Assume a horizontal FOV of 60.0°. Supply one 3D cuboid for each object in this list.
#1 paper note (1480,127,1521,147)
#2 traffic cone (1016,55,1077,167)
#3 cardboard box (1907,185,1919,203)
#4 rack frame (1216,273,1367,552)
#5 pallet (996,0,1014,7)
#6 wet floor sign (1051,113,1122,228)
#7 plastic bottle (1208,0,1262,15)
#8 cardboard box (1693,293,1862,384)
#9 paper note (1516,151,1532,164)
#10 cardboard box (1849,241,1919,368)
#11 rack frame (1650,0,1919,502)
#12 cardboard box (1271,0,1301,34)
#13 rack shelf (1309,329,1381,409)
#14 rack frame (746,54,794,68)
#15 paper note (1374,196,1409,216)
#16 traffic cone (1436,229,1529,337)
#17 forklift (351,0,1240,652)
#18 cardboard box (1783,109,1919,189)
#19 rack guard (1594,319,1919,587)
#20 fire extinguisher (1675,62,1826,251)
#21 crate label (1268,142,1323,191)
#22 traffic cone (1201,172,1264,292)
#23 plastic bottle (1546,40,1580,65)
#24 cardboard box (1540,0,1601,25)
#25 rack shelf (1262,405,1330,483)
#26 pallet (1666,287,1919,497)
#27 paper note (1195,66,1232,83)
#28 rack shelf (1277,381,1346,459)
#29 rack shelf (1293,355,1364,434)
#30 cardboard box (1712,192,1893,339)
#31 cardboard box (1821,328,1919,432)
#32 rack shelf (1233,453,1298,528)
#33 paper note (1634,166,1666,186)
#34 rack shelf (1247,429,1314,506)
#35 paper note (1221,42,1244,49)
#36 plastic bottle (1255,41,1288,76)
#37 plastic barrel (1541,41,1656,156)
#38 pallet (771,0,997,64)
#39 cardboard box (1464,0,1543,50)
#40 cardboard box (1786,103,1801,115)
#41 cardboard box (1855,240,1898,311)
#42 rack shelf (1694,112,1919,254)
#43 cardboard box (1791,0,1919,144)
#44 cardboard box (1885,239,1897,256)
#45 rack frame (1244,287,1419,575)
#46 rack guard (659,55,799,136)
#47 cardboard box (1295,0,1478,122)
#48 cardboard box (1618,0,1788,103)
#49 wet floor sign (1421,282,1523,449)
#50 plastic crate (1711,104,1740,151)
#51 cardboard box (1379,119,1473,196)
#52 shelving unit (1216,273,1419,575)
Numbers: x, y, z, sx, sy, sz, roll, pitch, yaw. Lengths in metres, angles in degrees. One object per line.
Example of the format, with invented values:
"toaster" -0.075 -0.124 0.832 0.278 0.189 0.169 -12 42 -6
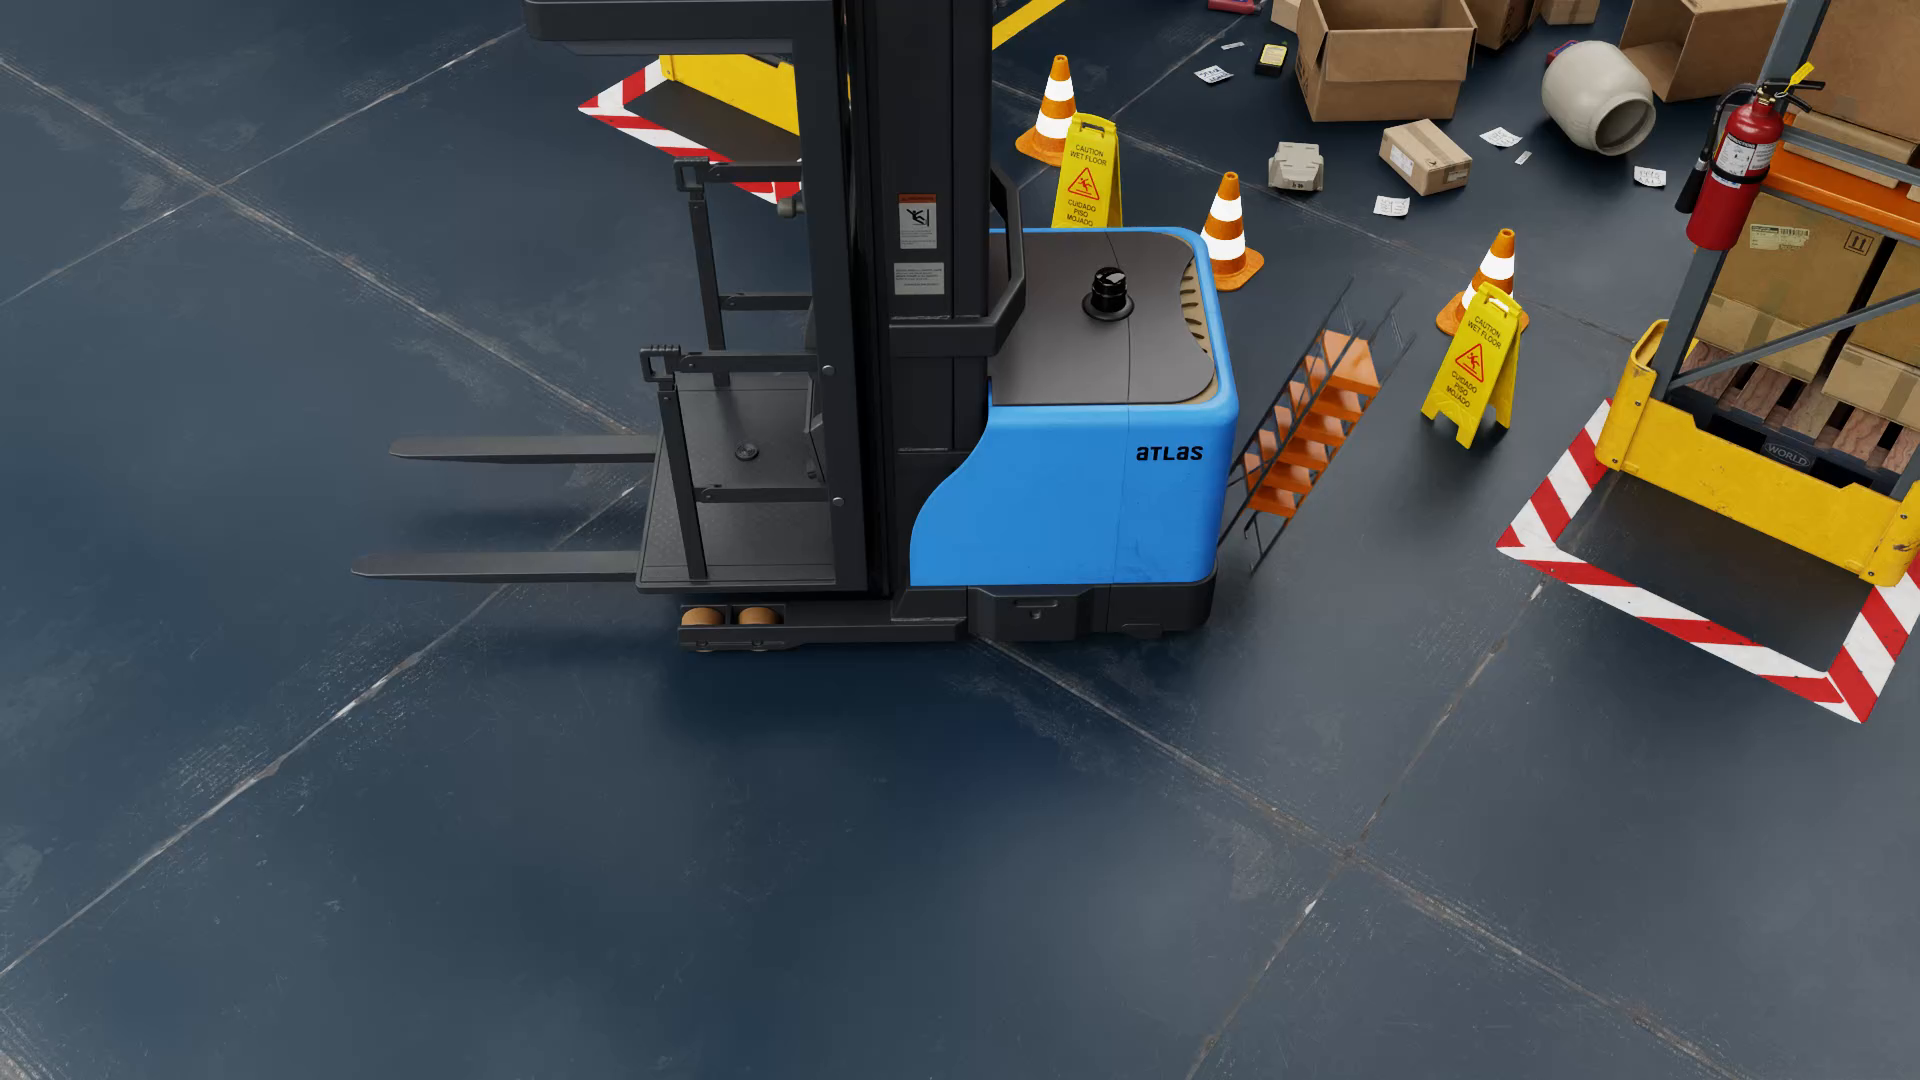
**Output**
"paper note" 2.642 -1.968 8.117 0.142 0.019 0.148 -25 51 -22
"traffic cone" 0.471 -2.087 7.924 0.336 0.463 0.334 29 53 25
"cardboard box" 3.373 -1.173 5.470 0.380 0.149 0.250 29 53 25
"rack frame" 1.094 -0.390 5.752 0.006 1.200 0.240 13 45 -14
"pallet" 0.196 -3.512 9.459 1.003 0.211 1.213 29 53 25
"wet floor sign" 0.572 -1.582 7.315 0.267 0.644 0.232 21 50 19
"plastic bottle" 1.494 -2.902 8.980 0.283 0.061 0.133 13 48 12
"cardboard box" 3.298 -0.948 6.692 0.500 0.250 0.500 29 53 25
"paper note" 2.711 -1.840 8.001 0.032 0.001 0.123 29 53 25
"cardboard box" 3.728 -0.965 6.189 0.500 0.500 0.500 28 52 24
"rack frame" 3.002 -1.157 5.281 1.000 3.000 0.127 29 53 25
"cardboard box" 1.875 -2.834 8.774 0.258 0.266 0.396 -33 55 -28
"rack shelf" 1.282 -0.577 5.557 0.180 0.103 0.258 13 45 -14
"rack frame" -0.977 -3.288 7.316 1.000 3.000 0.127 29 53 25
"paper note" 2.004 -1.552 7.712 0.148 0.019 0.142 13 48 12
"traffic cone" 2.244 -1.097 6.978 0.336 0.463 0.334 29 53 25
"forklift" -0.630 -1.005 5.183 3.031 2.935 1.130 -1 46 -1
"cardboard box" 3.061 -1.379 5.666 0.380 0.149 0.250 31 54 26
"rack guard" 3.048 -0.337 6.226 1.175 0.500 0.348 29 53 25
"fire extinguisher" 2.567 -1.269 5.441 0.296 0.674 0.183 29 53 25
"crate label" 1.589 -1.758 7.835 0.250 0.136 0.298 6 47 5
"traffic cone" 1.157 -1.393 7.261 0.336 0.463 0.334 29 53 25
"plastic bottle" 3.174 -2.522 8.616 0.283 0.061 0.133 -33 55 -28
"cardboard box" 3.251 -2.984 8.917 0.258 0.266 0.396 -2 46 -2
"rack shelf" 1.167 -0.341 5.803 0.180 0.103 0.258 13 45 -14
"pallet" 3.573 -0.687 6.760 1.003 0.211 1.213 29 53 25
"paper note" 1.299 -2.384 8.508 0.142 0.017 0.144 -25 51 -22
"rack shelf" 1.205 -0.419 5.721 0.180 0.103 0.258 13 45 -14
"rack shelf" 1.244 -0.498 5.639 0.180 0.103 0.258 13 45 -14
"cardboard box" 3.285 -1.185 6.400 0.500 0.500 0.500 30 53 25
"cardboard box" 3.714 -0.692 6.447 0.500 0.250 0.500 29 53 25
"rack shelf" 1.090 -0.183 5.968 0.180 0.103 0.258 13 45 -14
"paper note" 3.272 -1.726 7.878 0.142 0.019 0.148 13 48 12
"rack shelf" 1.129 -0.262 5.886 0.180 0.103 0.258 13 45 -14
"paper note" 1.430 -2.592 8.719 0.123 0.001 0.032 -17 49 -15
"plastic bottle" 1.617 -2.499 8.595 0.133 0.061 0.283 13 48 12
"plastic barrel" 3.066 -2.118 7.981 0.421 0.421 0.512 -9 47 -8
"pallet" -0.550 -2.816 8.795 1.003 0.211 1.213 29 53 25
"cardboard box" 2.637 -3.005 8.678 0.797 0.637 0.503 29 53 25
"cardboard box" 3.128 -1.573 5.852 0.380 0.149 0.250 29 53 25
"cardboard box" 3.606 -1.227 6.959 0.500 0.250 0.500 29 53 25
"rack shelf" 4.224 -2.053 6.634 1.077 0.370 4.000 29 53 25
"cardboard box" 3.115 -1.727 5.550 0.500 0.500 0.500 28 53 24
"cardboard box" 3.601 -1.485 6.687 0.500 0.500 0.500 31 54 26
"rack frame" 1.268 -0.350 5.795 0.006 1.200 0.240 13 45 -14
"rack guard" -0.992 -2.410 8.207 1.175 0.500 0.348 29 53 25
"cardboard box" 2.072 -2.419 8.213 0.797 0.503 0.637 -2 46 -2
"cardboard box" 3.715 -2.572 8.359 0.500 0.500 0.500 -9 47 -8
"wet floor sign" 2.039 -0.708 6.480 0.232 0.644 0.267 -25 51 -22
"plastic crate" 3.838 -1.902 8.011 0.402 0.080 0.583 13 48 12
"cardboard box" 2.204 -1.815 7.881 0.250 0.149 0.380 -17 49 -15
"shelving unit" 1.181 -0.370 5.773 0.189 1.200 0.258 13 45 -14
